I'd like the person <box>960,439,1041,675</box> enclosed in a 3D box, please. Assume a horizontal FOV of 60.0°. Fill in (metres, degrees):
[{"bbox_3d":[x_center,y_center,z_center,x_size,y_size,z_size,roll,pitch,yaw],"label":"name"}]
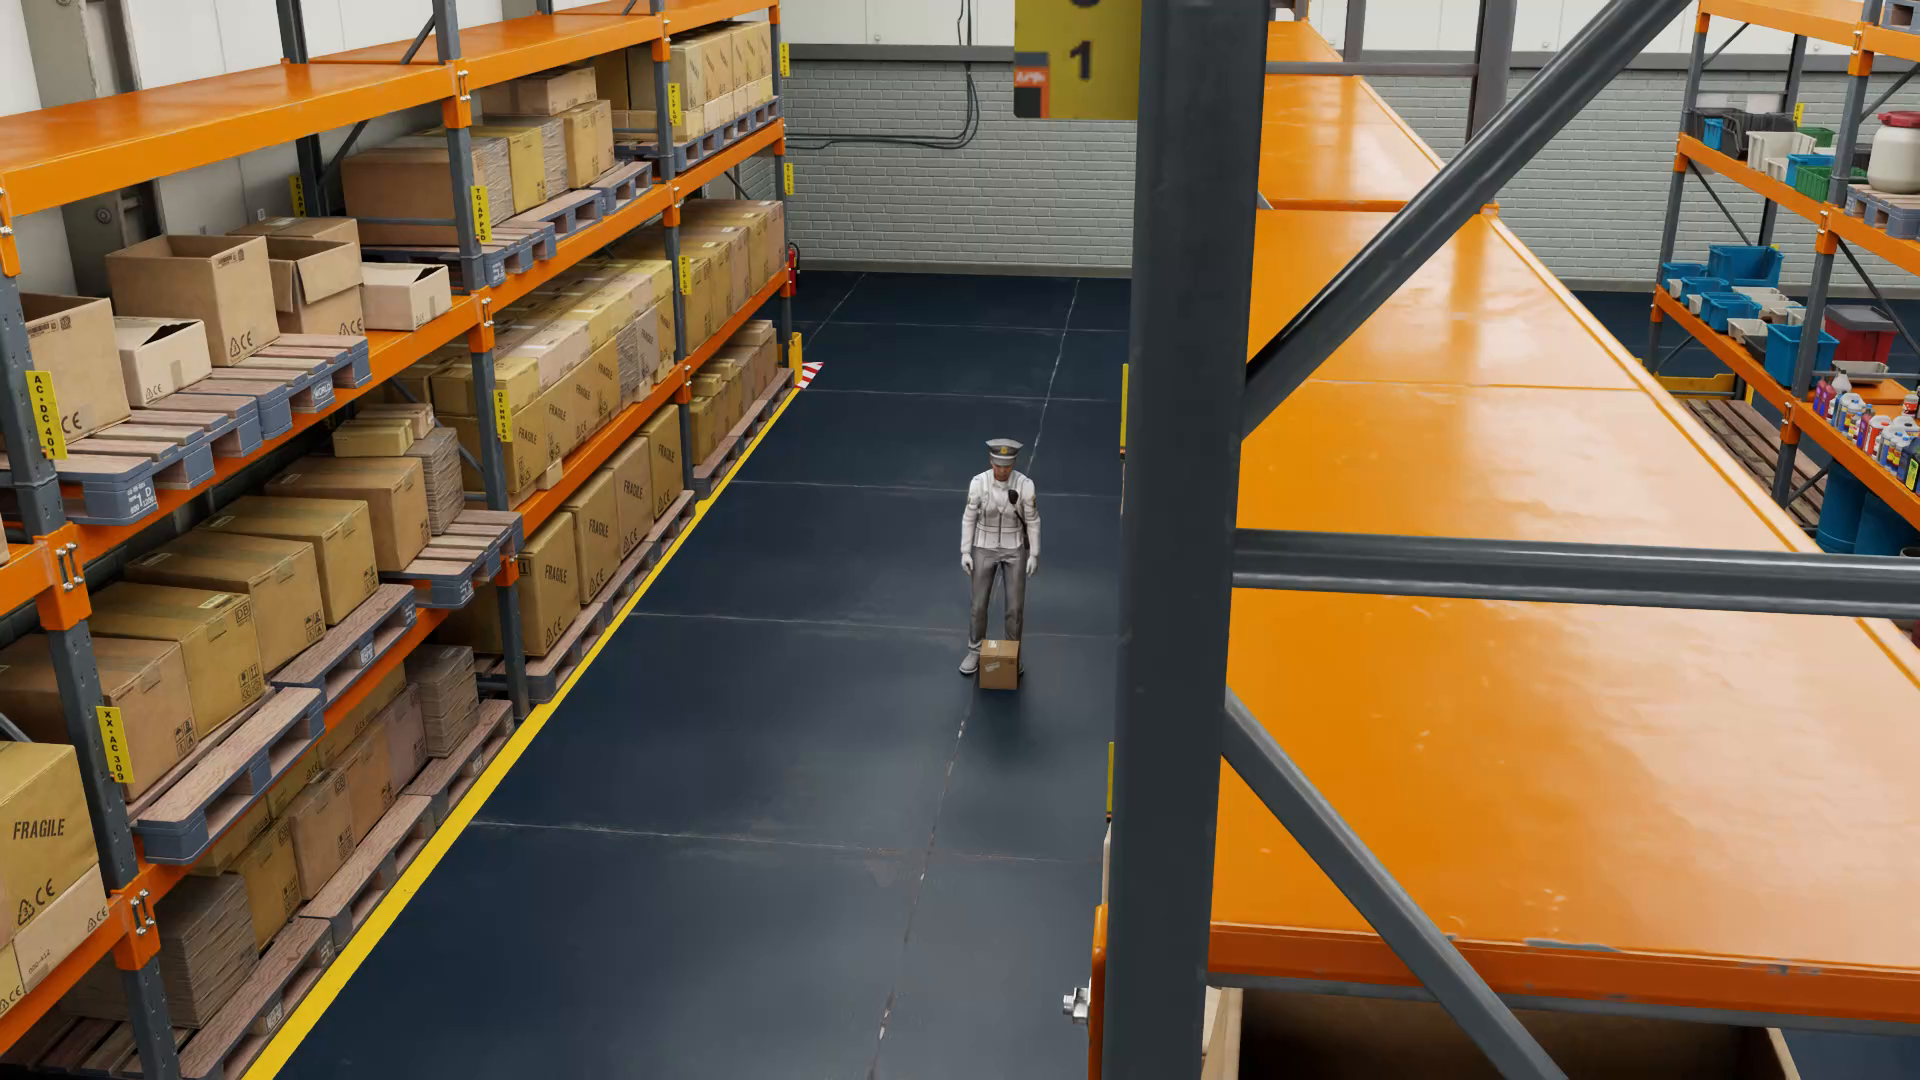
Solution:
[{"bbox_3d":[0.267,0.100,11.219,0.526,1.663,0.376,2,21,5],"label":"person"}]
